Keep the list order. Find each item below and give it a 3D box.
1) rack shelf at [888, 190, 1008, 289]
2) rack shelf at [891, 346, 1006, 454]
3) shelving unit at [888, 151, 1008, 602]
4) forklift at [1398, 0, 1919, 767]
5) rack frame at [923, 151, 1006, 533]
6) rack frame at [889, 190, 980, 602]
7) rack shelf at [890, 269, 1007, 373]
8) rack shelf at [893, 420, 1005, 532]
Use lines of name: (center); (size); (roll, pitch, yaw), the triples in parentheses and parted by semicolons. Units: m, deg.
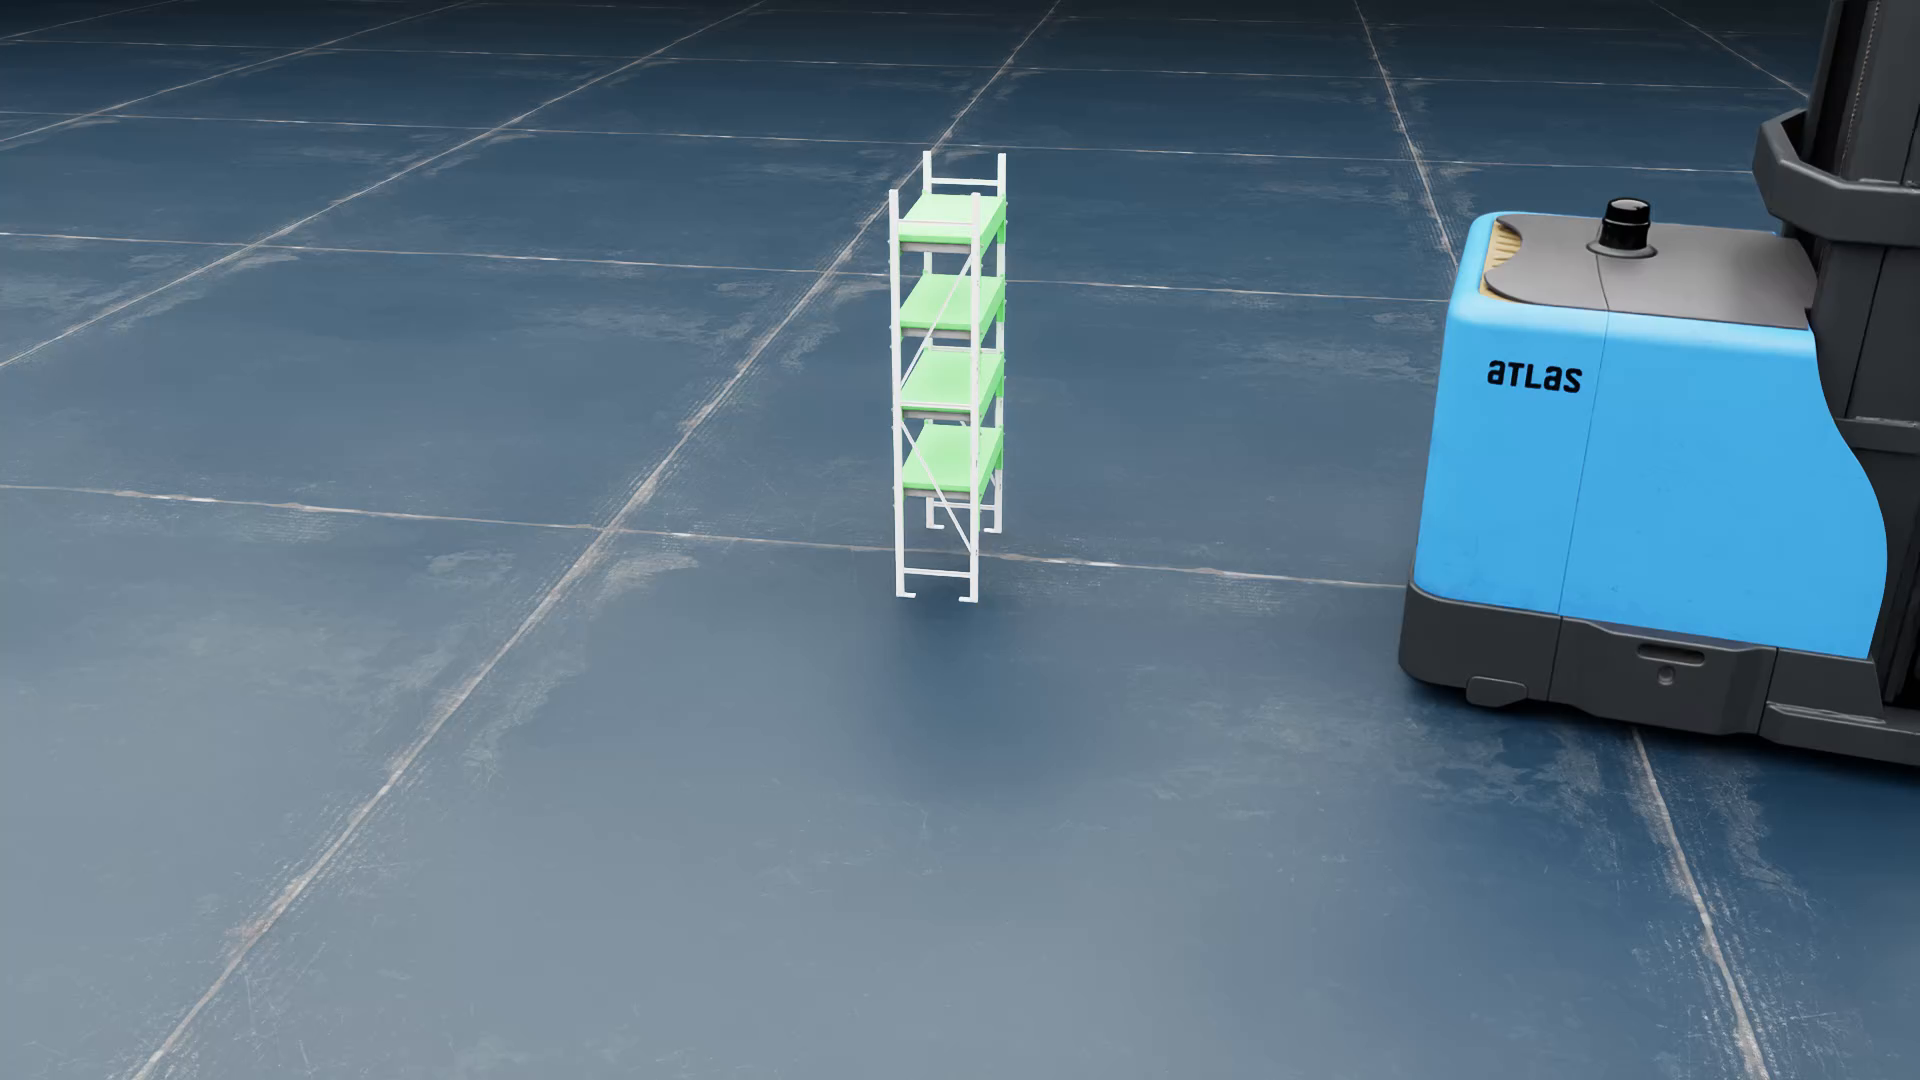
rack shelf: (-0.027, -0.851, 4.671); (0.258, 0.148, 0.480); (4, 25, 9)
rack shelf: (-0.027, -0.416, 4.875); (0.258, 0.148, 0.480); (4, 25, 9)
shelving unit: (-0.027, -0.474, 4.848); (0.258, 1.200, 0.503); (4, 25, 9)
forklift: (2.730, -0.905, 3.727); (3.031, 2.935, 1.130); (8, 26, 17)
rack frame: (0.013, -0.576, 5.066); (0.240, 1.200, 0.015); (4, 25, 9)
rack frame: (-0.067, -0.372, 4.630); (0.240, 1.200, 0.015); (4, 25, 9)
rack shelf: (-0.027, -0.634, 4.773); (0.258, 0.148, 0.480); (4, 25, 9)
rack shelf: (-0.027, -0.199, 4.977); (0.258, 0.148, 0.480); (4, 25, 9)
